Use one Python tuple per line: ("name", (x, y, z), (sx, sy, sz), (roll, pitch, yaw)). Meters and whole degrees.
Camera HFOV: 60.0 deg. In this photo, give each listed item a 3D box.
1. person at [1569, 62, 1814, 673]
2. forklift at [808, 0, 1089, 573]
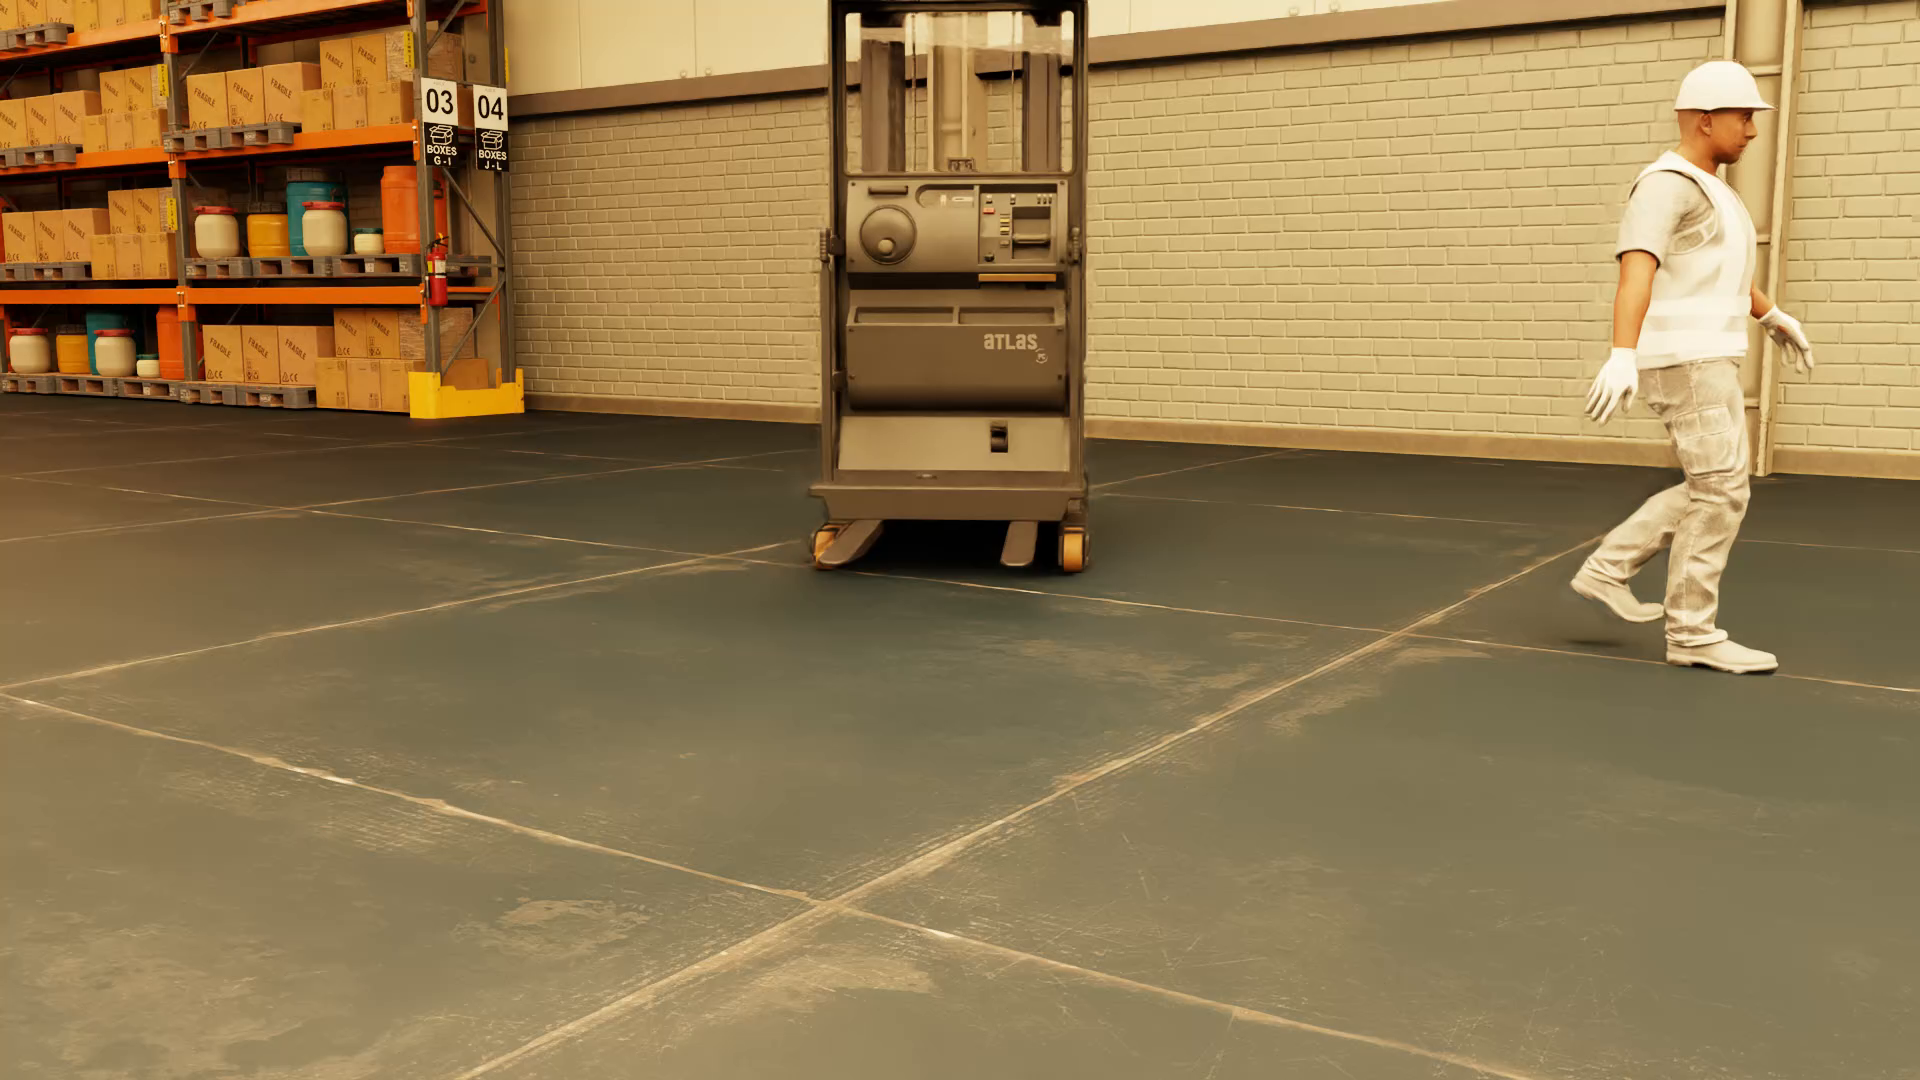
("person", (2.176, -0.515, 4.958), (0.649, 1.764, 0.864), (4, 9, 27))
("forklift", (-0.024, -1.364, 6.786), (1.130, 2.935, 3.031), (1, 8, 4))
